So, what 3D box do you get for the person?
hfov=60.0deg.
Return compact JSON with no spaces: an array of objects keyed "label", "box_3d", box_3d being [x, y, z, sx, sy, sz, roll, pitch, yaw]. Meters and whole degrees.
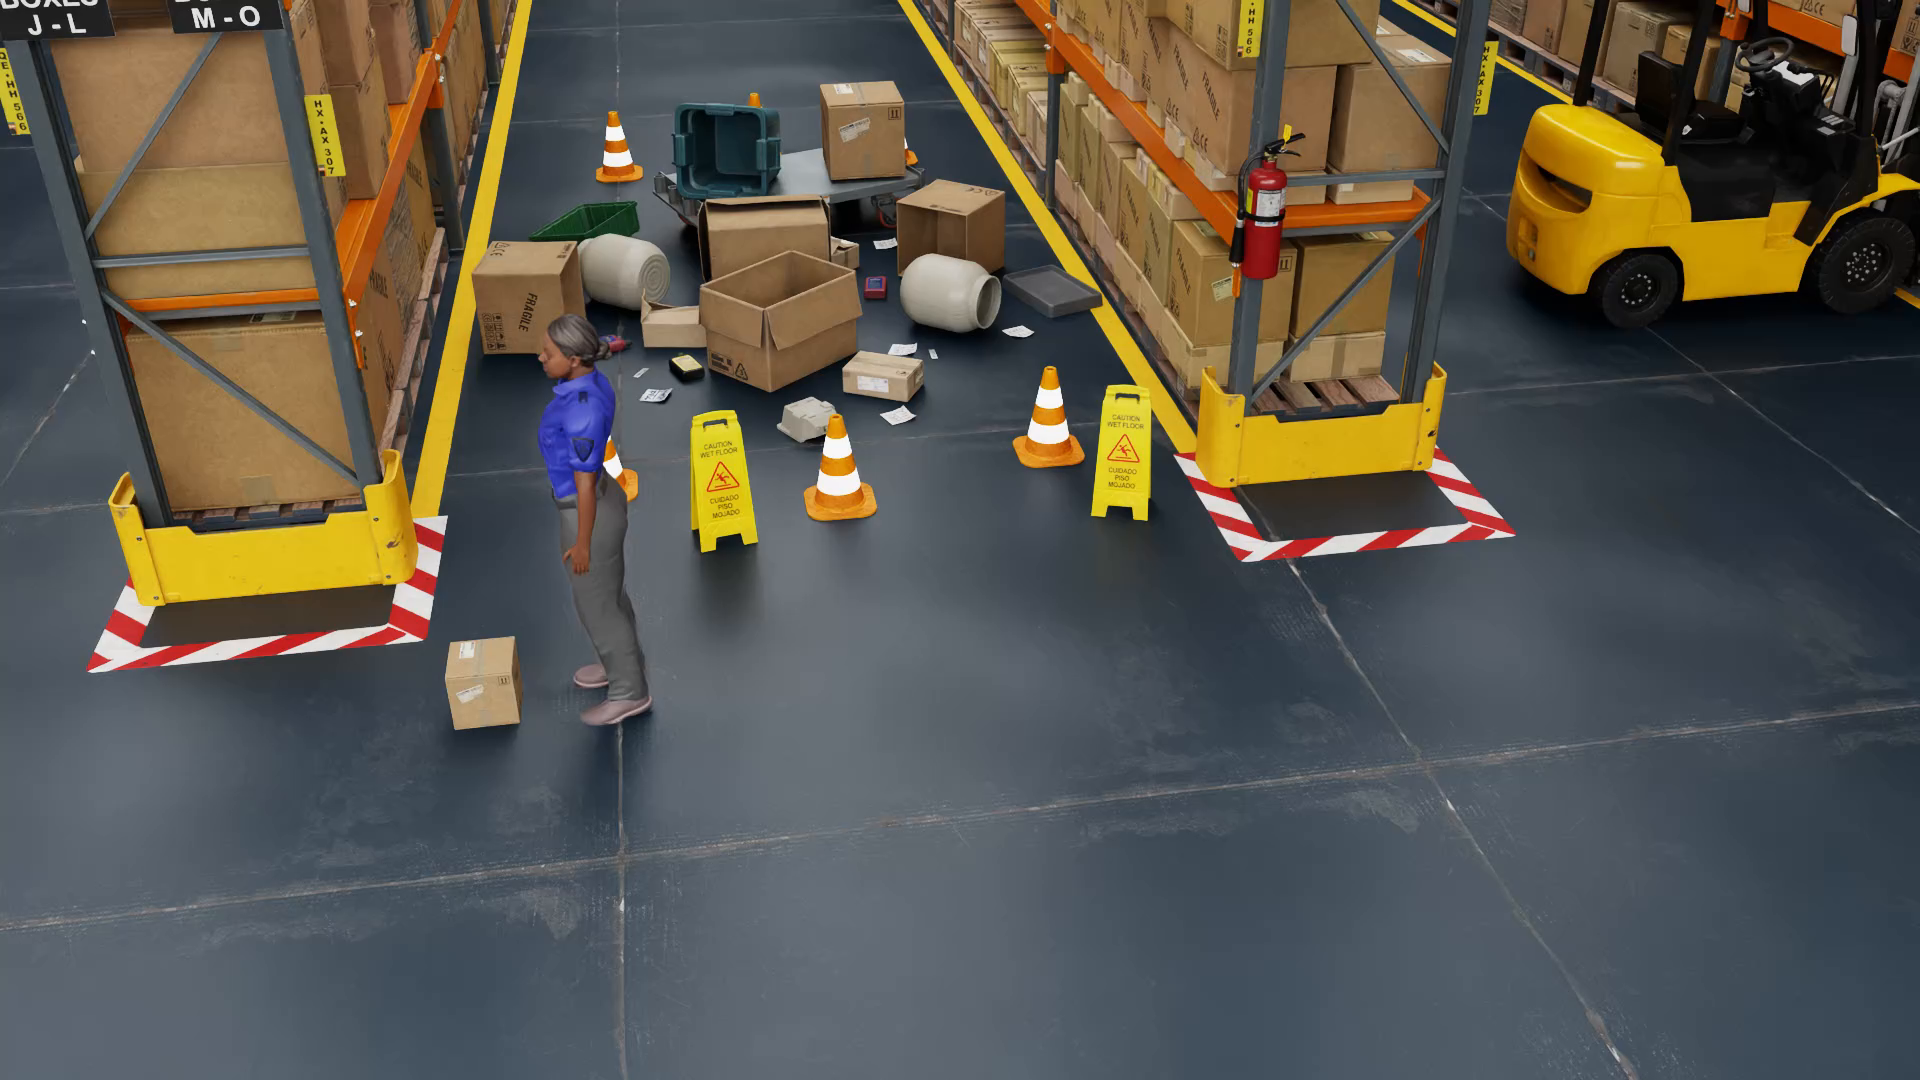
[{"label":"person","box_3d":[-1.397,-0.067,6.273,0.316,1.680,0.438,-5,31,-8]}]
